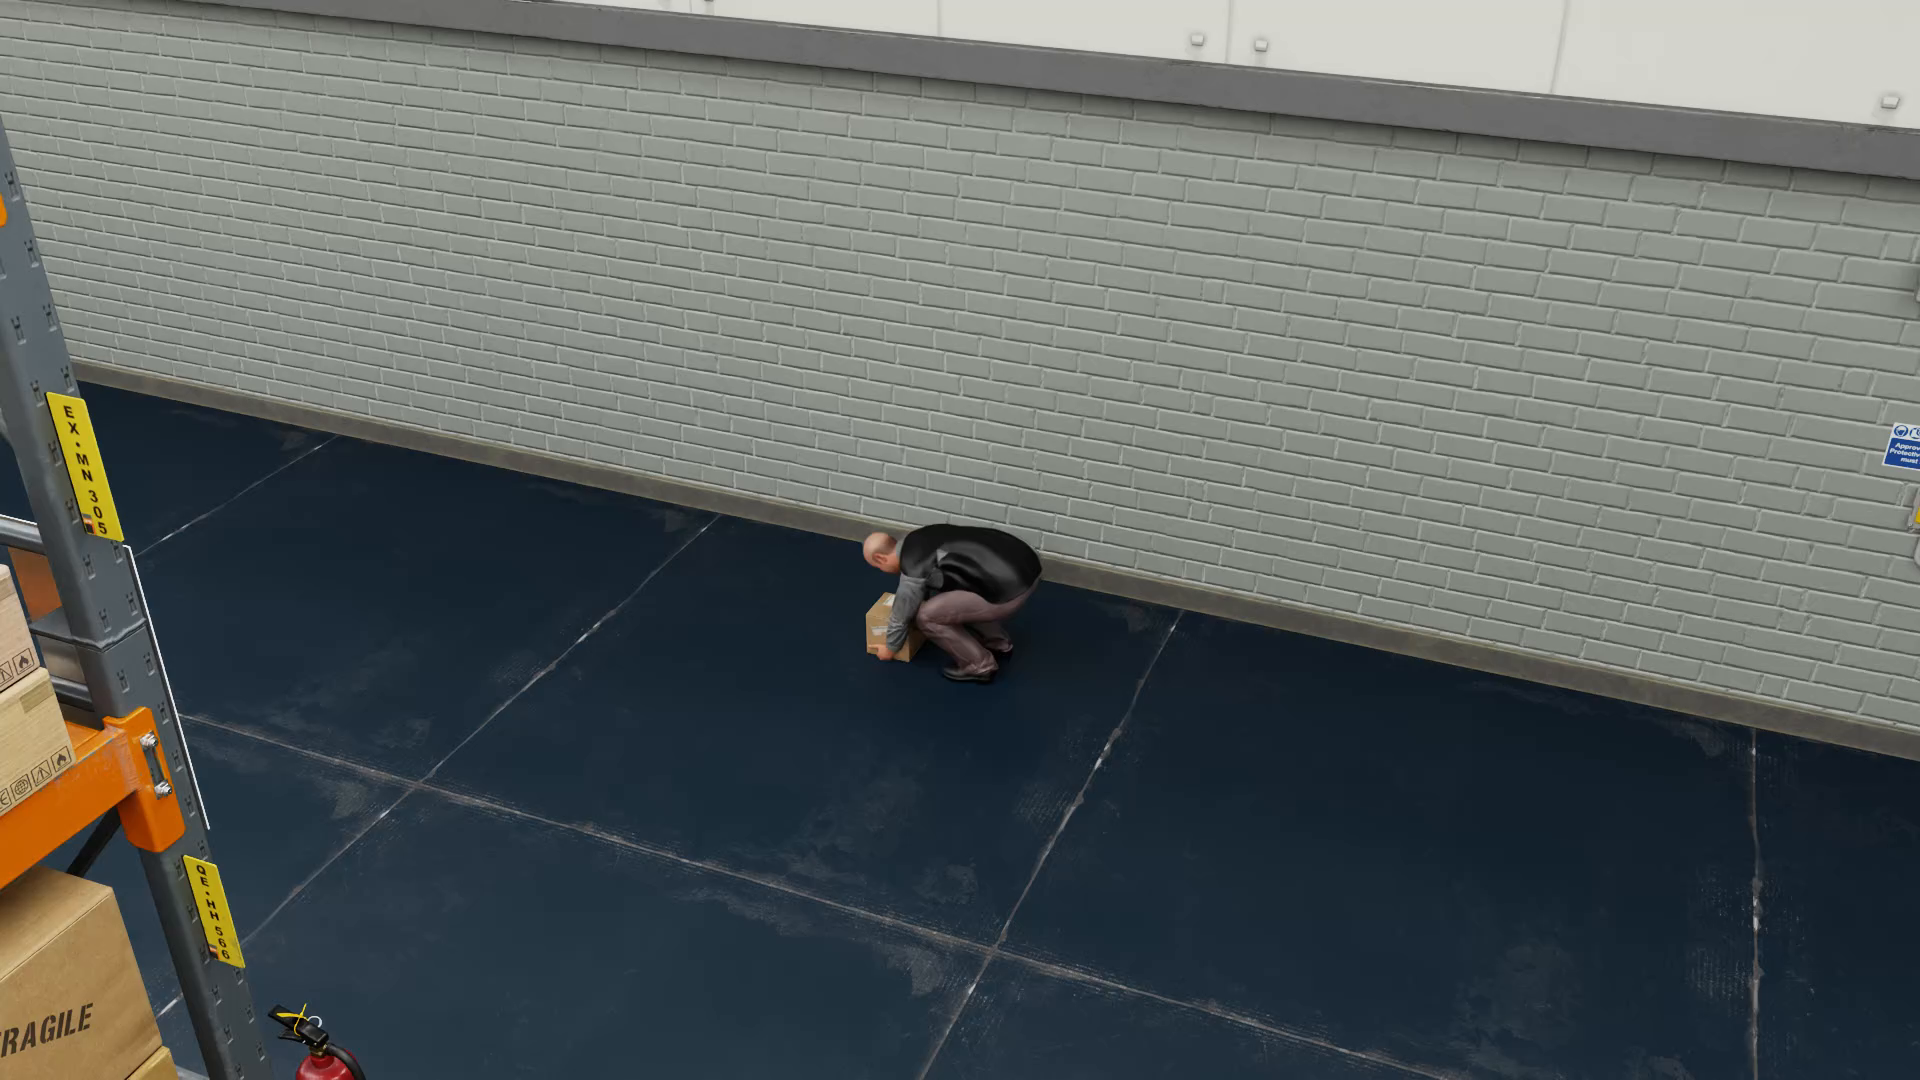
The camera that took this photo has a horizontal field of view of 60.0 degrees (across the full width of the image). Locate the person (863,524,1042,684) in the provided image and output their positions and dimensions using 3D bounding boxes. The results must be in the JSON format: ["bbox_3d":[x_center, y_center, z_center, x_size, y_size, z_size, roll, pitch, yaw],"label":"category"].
[{"bbox_3d":[-0.064,0.315,8.847,0.935,0.794,0.508,10,31,18],"label":"person"}]
